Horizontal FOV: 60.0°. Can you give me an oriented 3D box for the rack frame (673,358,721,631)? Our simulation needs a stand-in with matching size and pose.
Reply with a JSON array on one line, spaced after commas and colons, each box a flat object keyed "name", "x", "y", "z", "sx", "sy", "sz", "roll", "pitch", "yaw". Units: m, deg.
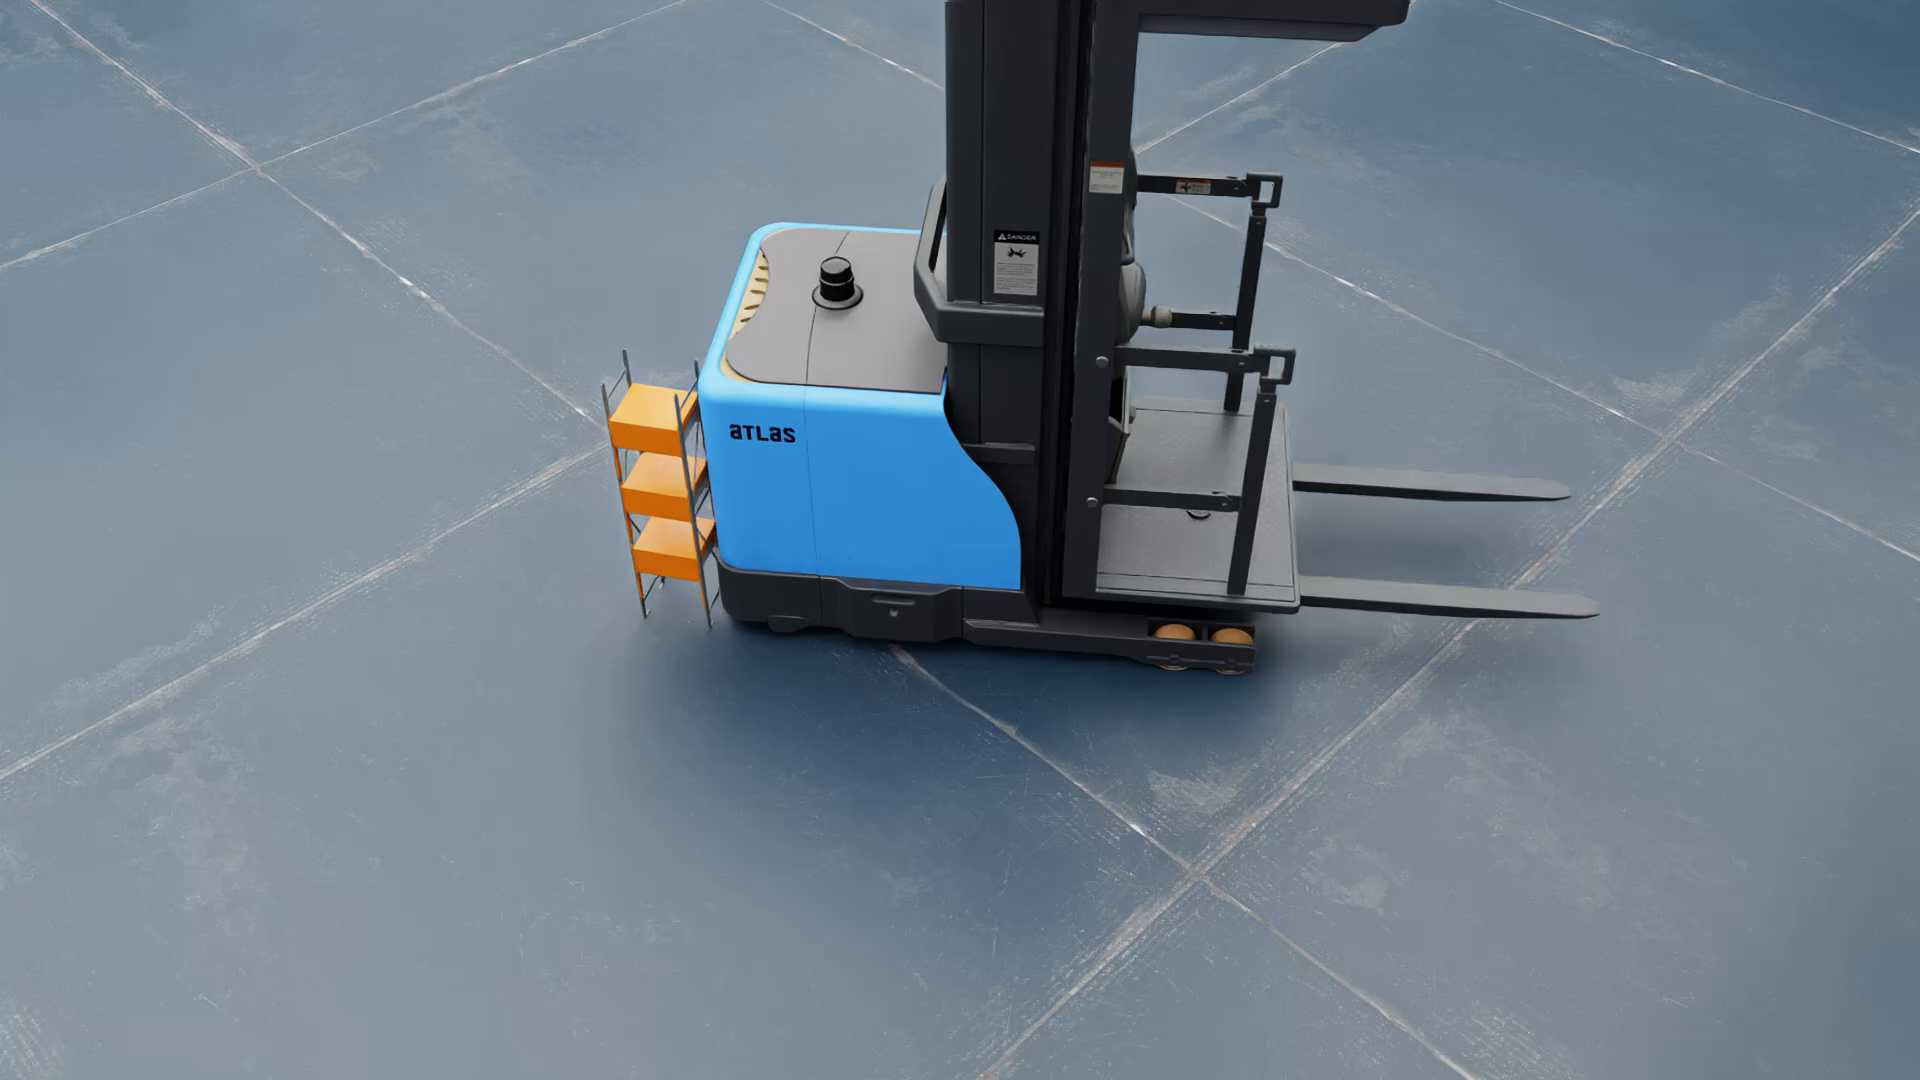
[{"name": "rack frame", "x": -0.868, "y": -0.130, "z": 5.617, "sx": 0.008, "sy": 1.050, "sz": 0.200, "roll": 9, "pitch": 44, "yaw": 10}]

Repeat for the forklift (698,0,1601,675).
[{"name": "forklift", "x": 0.706, "y": -0.993, "z": 5.165, "sx": 3.031, "sy": 2.935, "sz": 1.130, "roll": 4, "pitch": 43, "yaw": 4}]

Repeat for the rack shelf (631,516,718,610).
[{"name": "rack shelf", "x": -0.987, "y": 0.063, "z": 5.834, "sx": 0.240, "sy": 0.259, "sz": 0.215, "roll": 9, "pitch": 44, "yaw": 10}]

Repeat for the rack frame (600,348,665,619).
[{"name": "rack frame", "x": -1.106, "y": -0.168, "z": 5.658, "sx": 0.008, "sy": 1.050, "sz": 0.200, "roll": 9, "pitch": 44, "yaw": 10}]

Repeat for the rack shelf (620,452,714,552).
[{"name": "rack shelf", "x": -0.987, "y": -0.141, "z": 5.645, "sx": 0.240, "sy": 0.259, "sz": 0.215, "roll": 9, "pitch": 44, "yaw": 10}]

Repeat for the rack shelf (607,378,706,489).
[{"name": "rack shelf", "x": -0.987, "y": -0.350, "z": 5.452, "sx": 0.240, "sy": 0.259, "sz": 0.215, "roll": 9, "pitch": 44, "yaw": 10}]

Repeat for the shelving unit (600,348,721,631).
[{"name": "shelving unit", "x": -0.987, "y": -0.149, "z": 5.638, "sx": 0.252, "sy": 1.050, "sz": 0.215, "roll": 9, "pitch": 44, "yaw": 10}]
